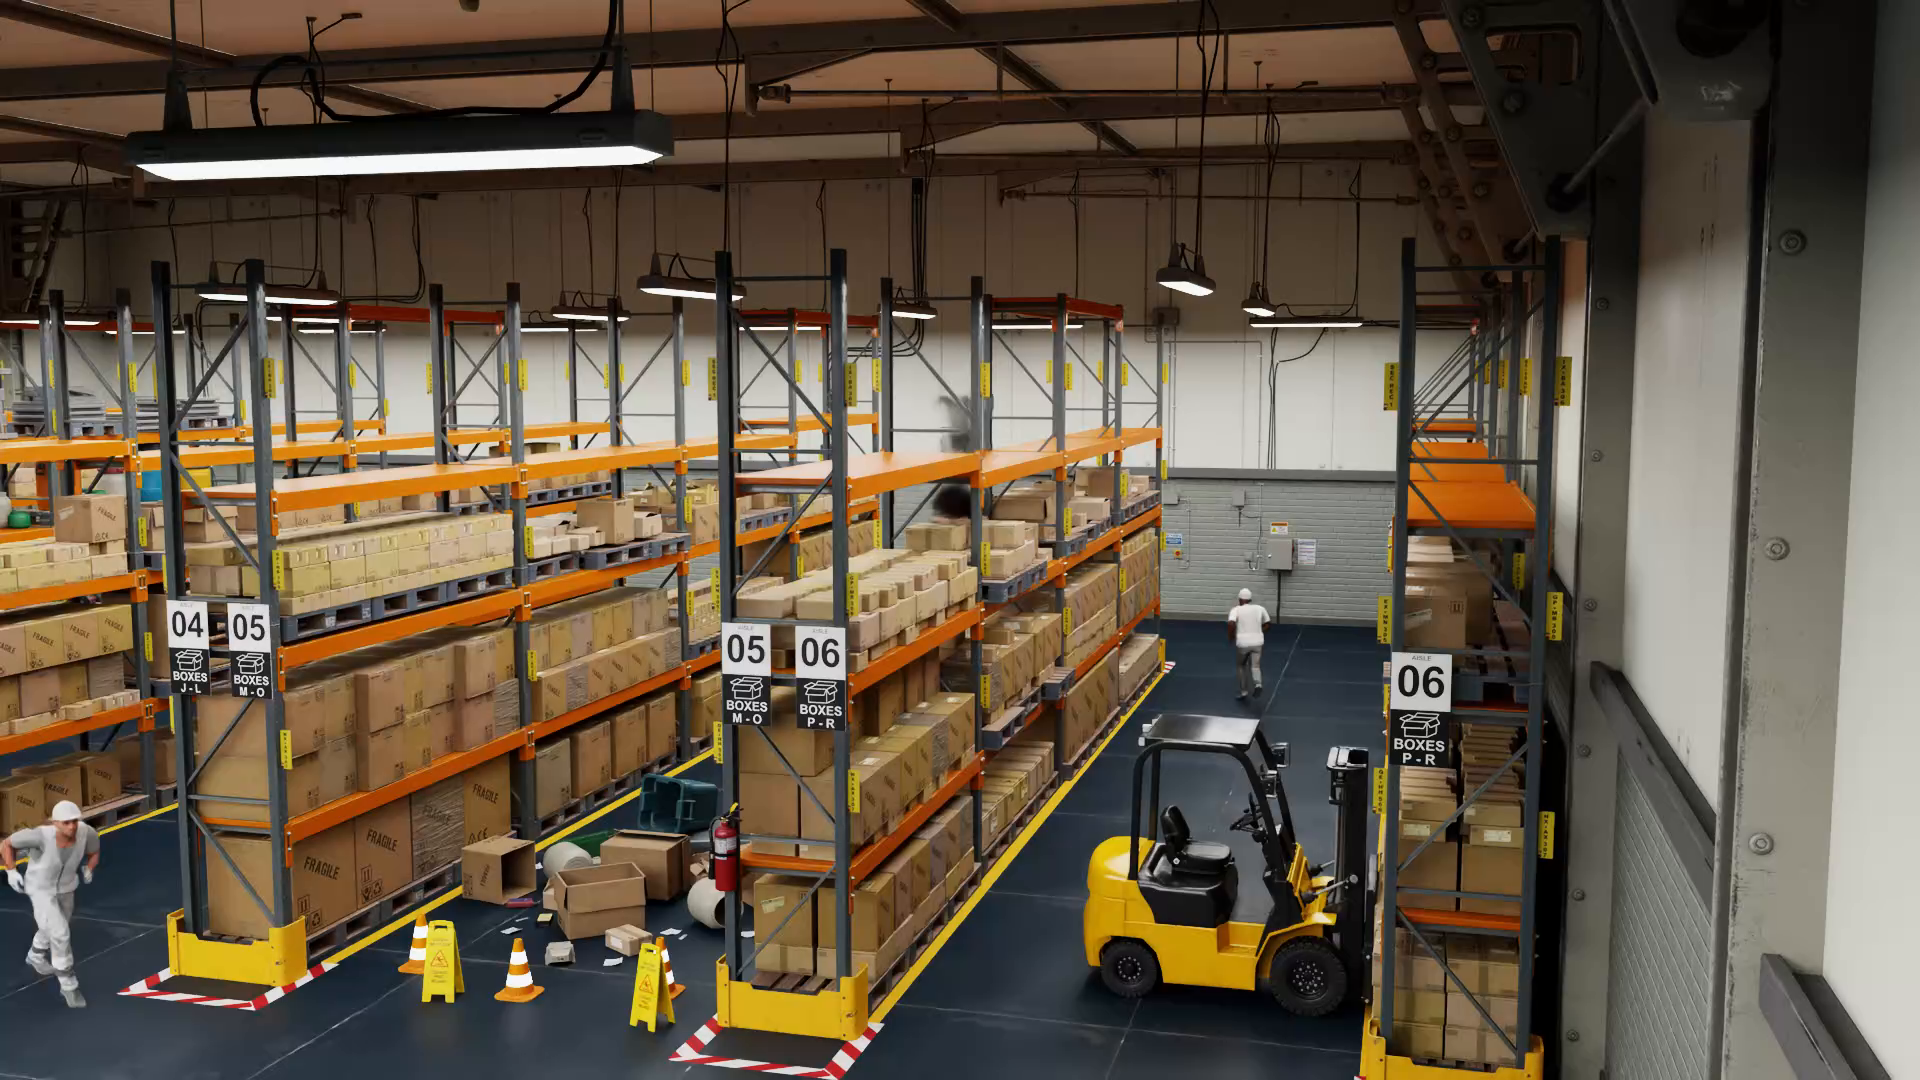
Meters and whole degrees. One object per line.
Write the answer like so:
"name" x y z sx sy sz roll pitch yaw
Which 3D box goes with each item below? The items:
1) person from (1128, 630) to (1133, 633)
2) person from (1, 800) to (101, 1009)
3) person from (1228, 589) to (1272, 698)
"person" 2.846 1.068 30.823 0.772 1.758 0.547 0 6 -4
"person" -7.427 2.919 13.571 1.055 1.732 0.706 5 8 40
"person" 4.403 1.639 25.288 0.700 1.753 1.097 0 6 -4
